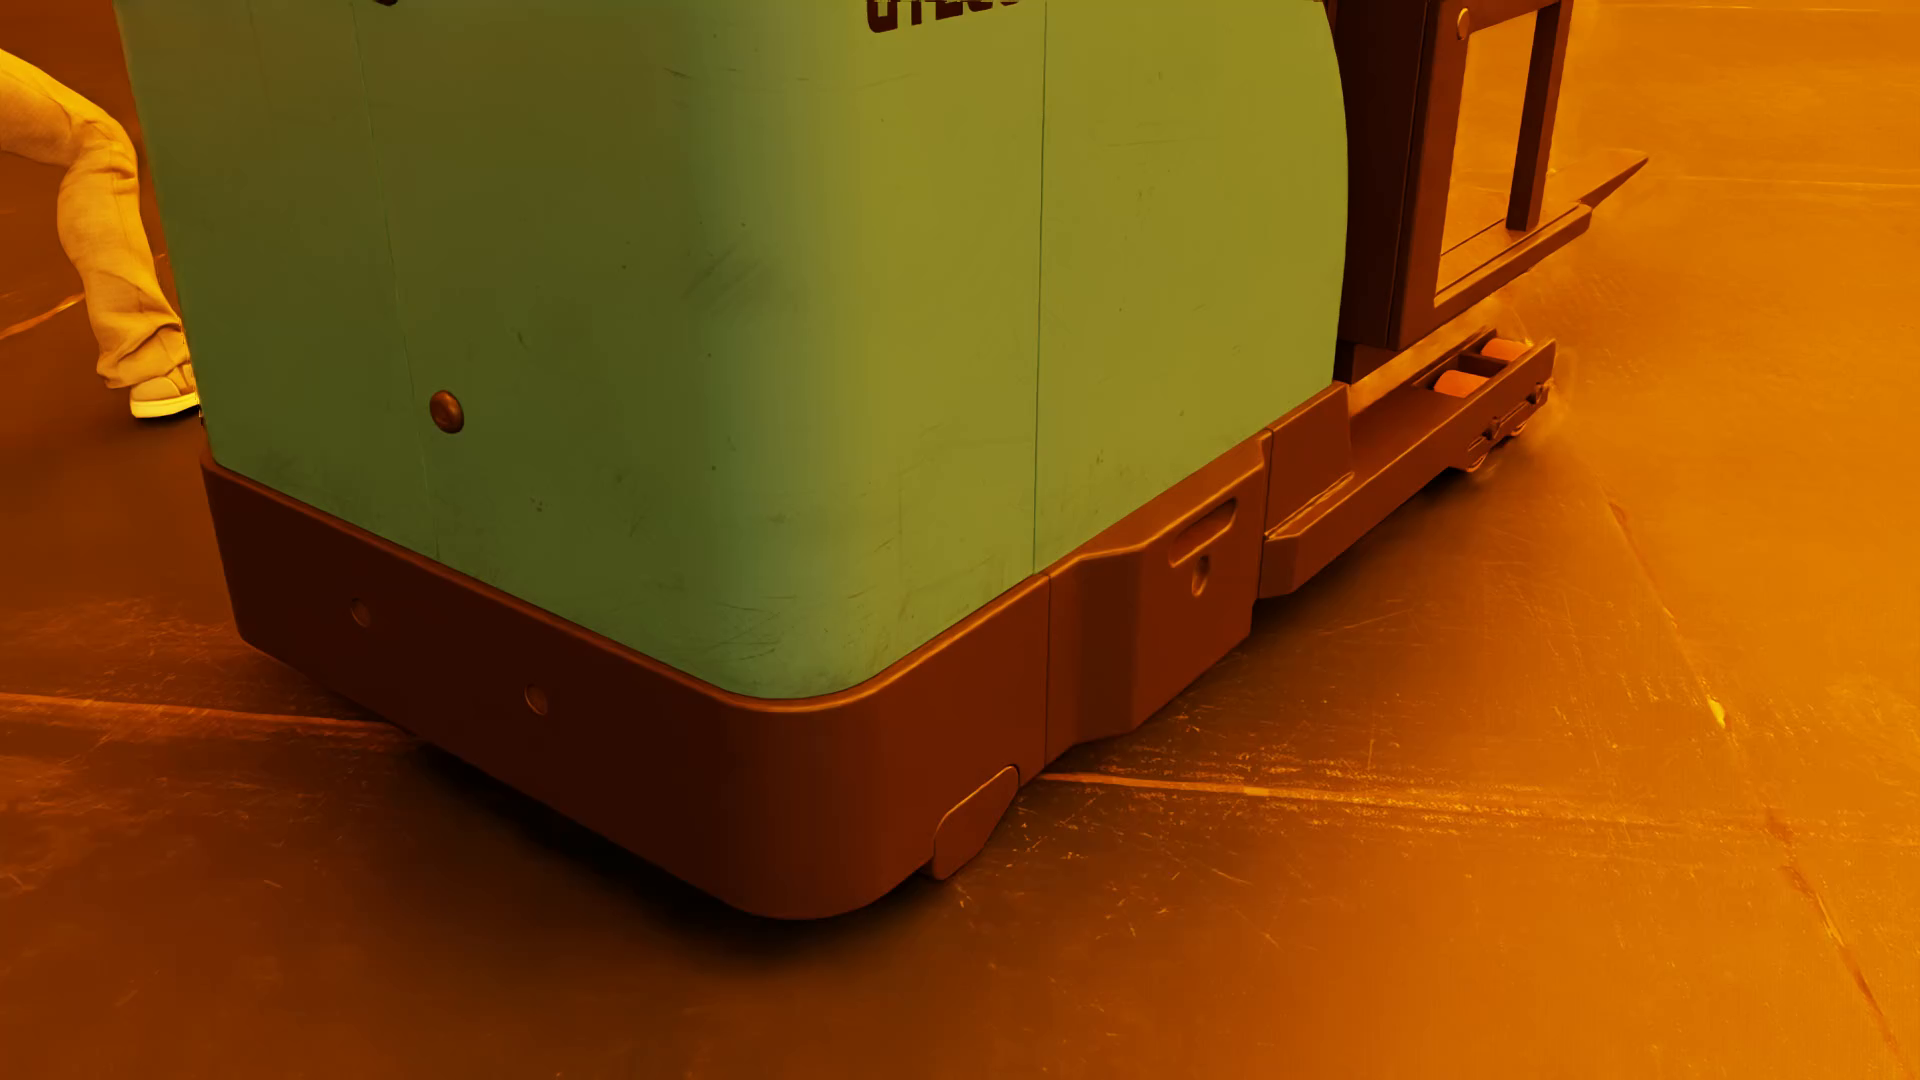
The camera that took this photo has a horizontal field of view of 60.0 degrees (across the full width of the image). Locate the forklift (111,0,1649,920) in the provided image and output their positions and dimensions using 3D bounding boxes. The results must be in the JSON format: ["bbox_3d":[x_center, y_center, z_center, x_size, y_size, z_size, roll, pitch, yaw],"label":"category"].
[{"bbox_3d":[0.365,-1.540,2.303,1.130,2.935,3.031,19,32,33],"label":"forklift"}]

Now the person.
[{"bbox_3d":[-1.743,-0.930,2.827,0.894,1.369,0.668,16,31,29],"label":"person"}]
